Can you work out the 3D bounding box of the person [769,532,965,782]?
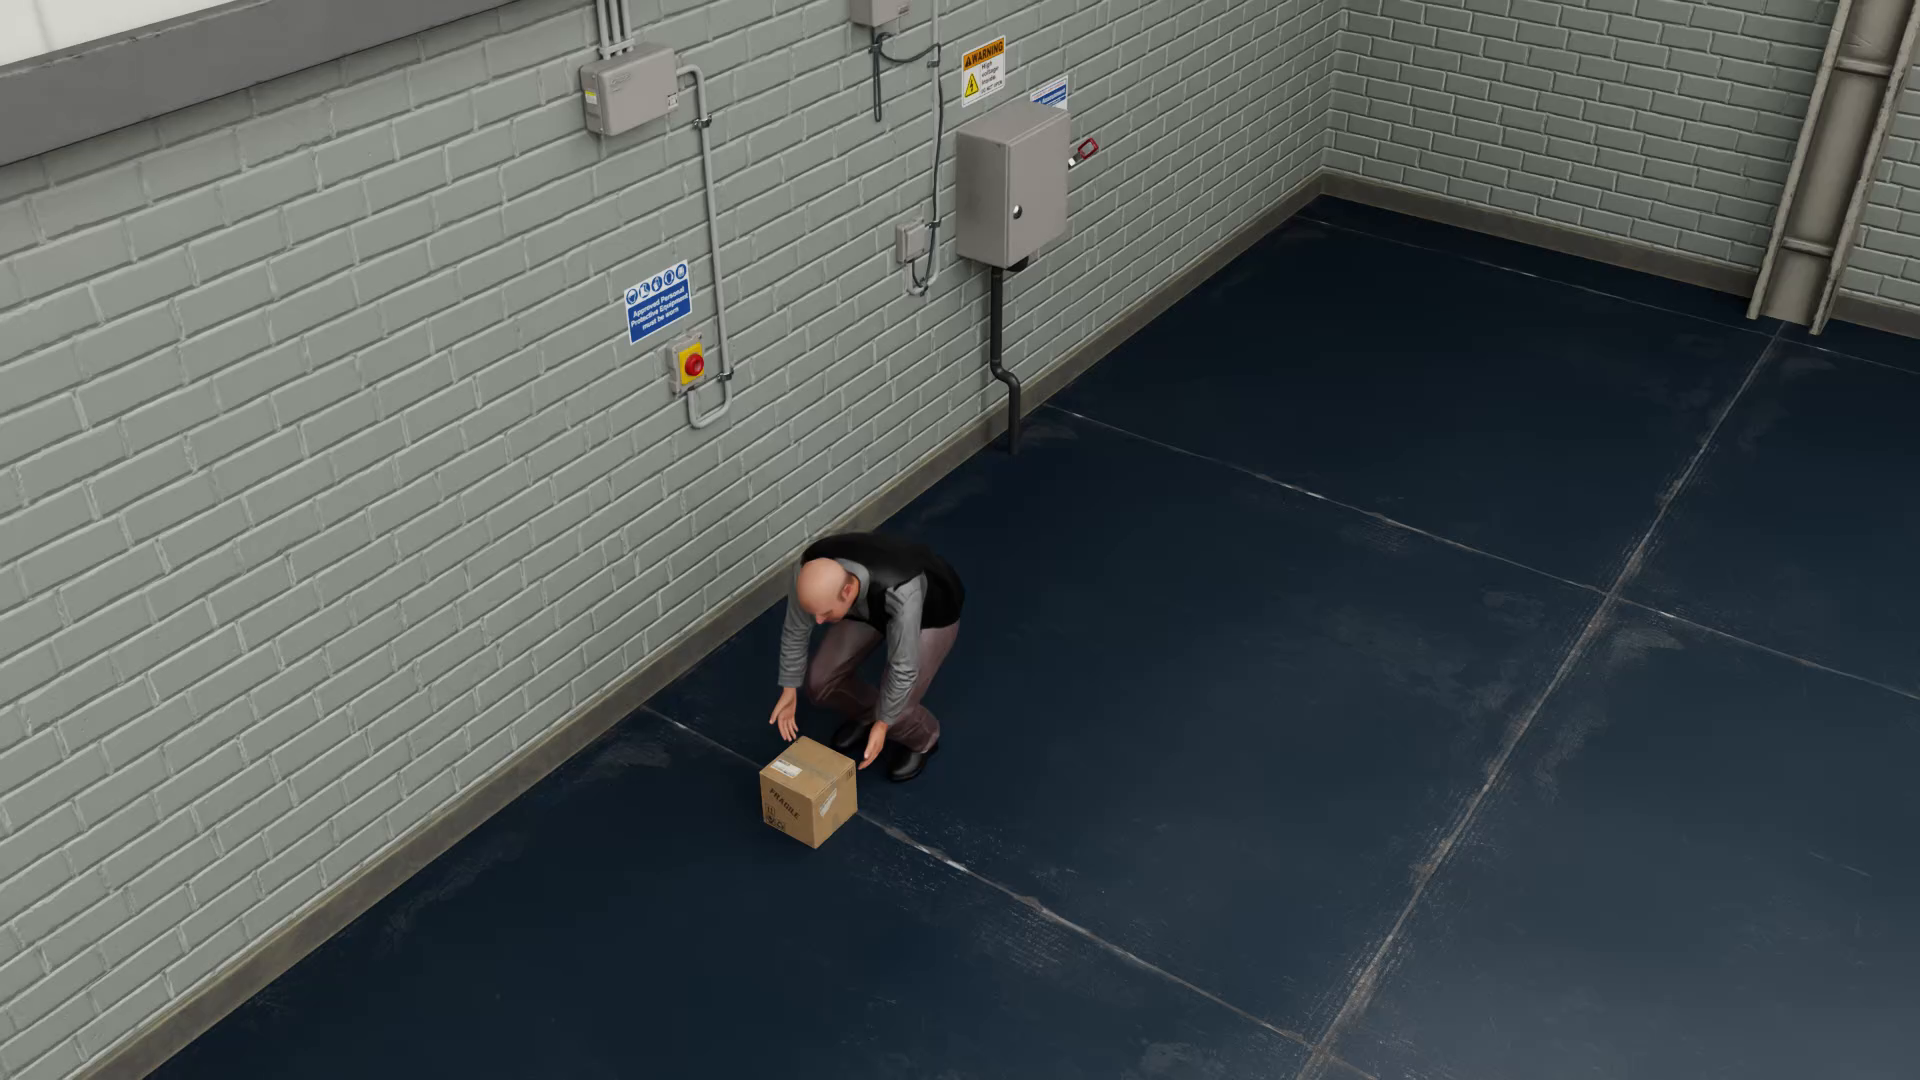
[{"bbox_3d":[-0.301,0.397,6.112,0.568,1.129,0.823,21,40,28],"label":"person"}]
